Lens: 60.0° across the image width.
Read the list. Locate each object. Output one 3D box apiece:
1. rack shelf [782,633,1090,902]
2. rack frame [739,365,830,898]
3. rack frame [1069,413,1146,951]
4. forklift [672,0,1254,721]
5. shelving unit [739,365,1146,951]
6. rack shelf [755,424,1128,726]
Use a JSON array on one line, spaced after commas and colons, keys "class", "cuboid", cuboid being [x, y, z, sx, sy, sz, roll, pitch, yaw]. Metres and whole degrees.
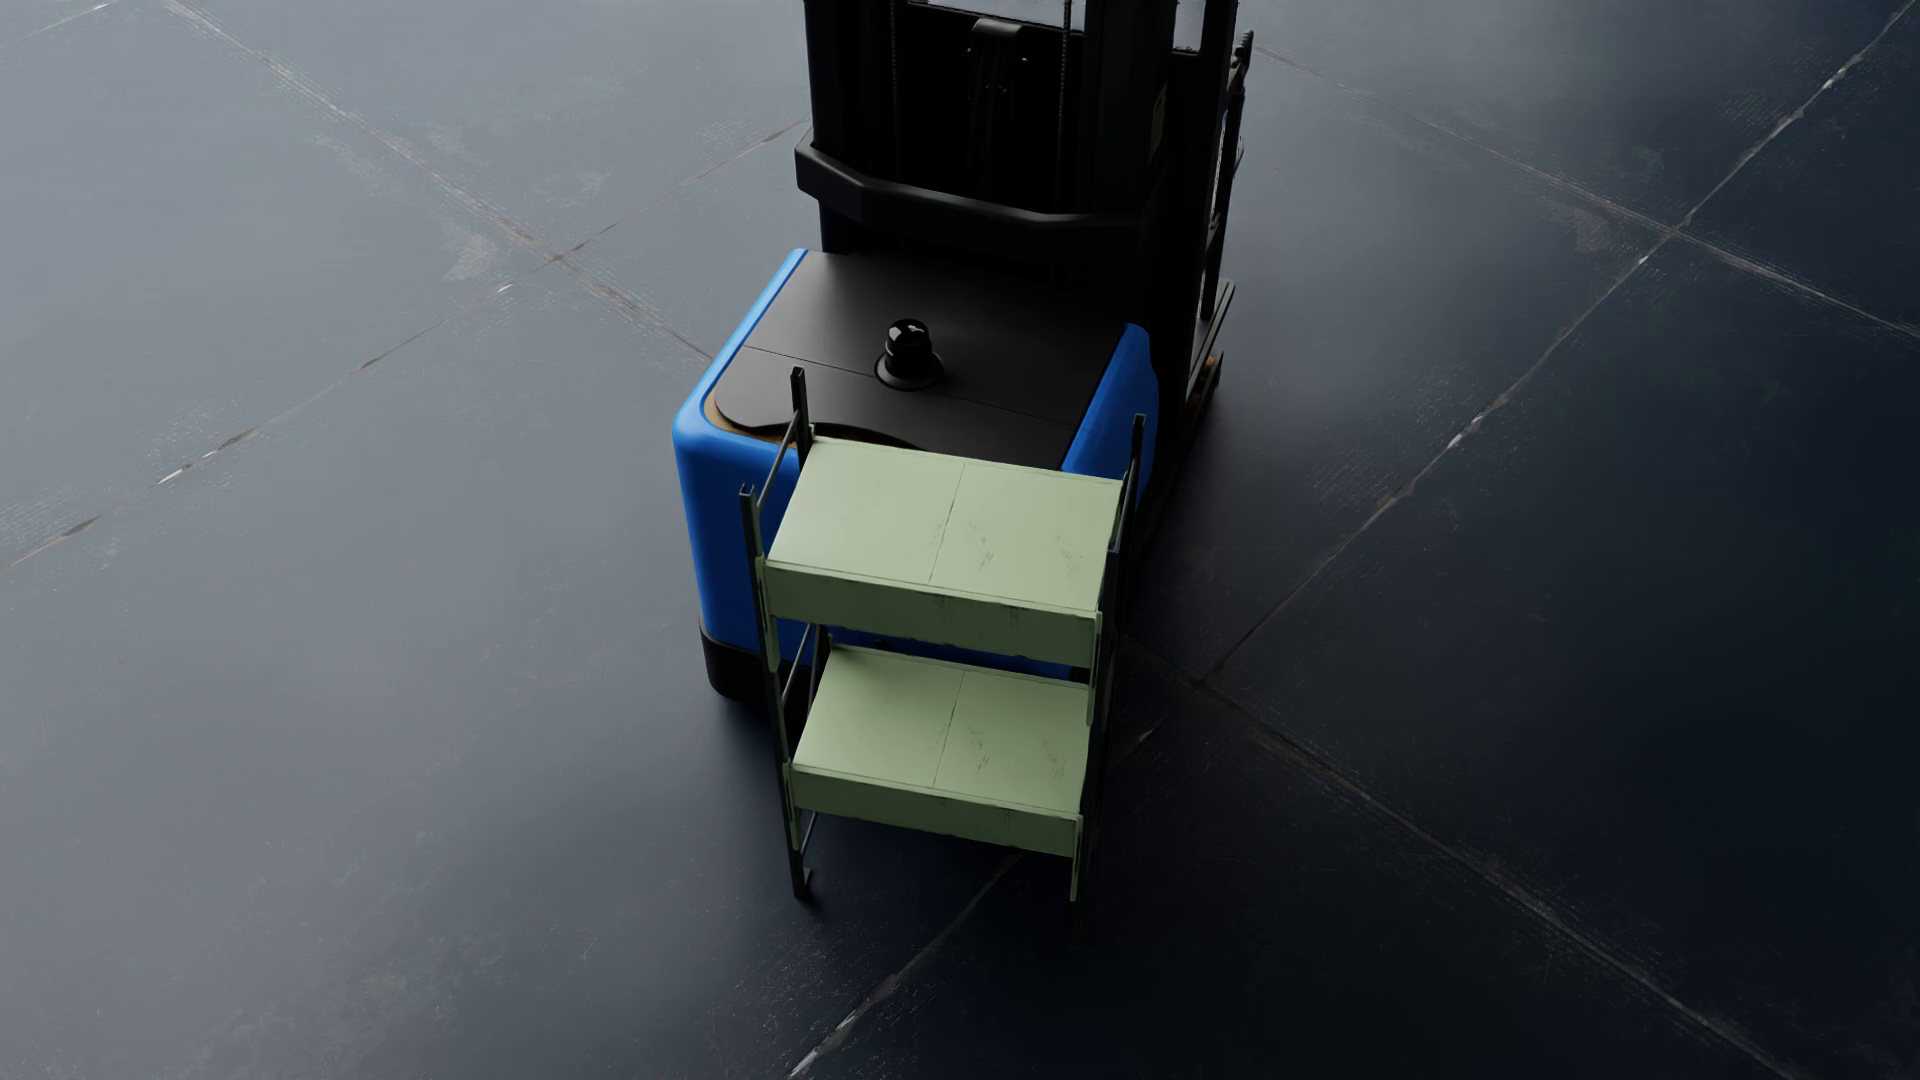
[{"class": "rack shelf", "cuboid": [-0.026, 0.562, 4.140, 0.720, 0.370, 0.431, 9, 47, 8]}, {"class": "rack frame", "cuboid": [-0.384, 0.284, 3.955, 0.023, 1.500, 0.400, 9, 47, 8]}, {"class": "rack frame", "cuboid": [0.332, 0.395, 3.851, 0.023, 1.500, 0.400, 9, 47, 8]}, {"class": "forklift", "cuboid": [0.255, -1.436, 4.588, 1.130, 2.935, 3.031, 15, 49, 14]}, {"class": "shelving unit", "cuboid": [-0.026, 0.339, 3.903, 0.755, 1.500, 0.431, 9, 47, 8]}, {"class": "rack shelf", "cuboid": [-0.026, 0.072, 3.618, 0.720, 0.370, 0.431, 9, 47, 8]}]
